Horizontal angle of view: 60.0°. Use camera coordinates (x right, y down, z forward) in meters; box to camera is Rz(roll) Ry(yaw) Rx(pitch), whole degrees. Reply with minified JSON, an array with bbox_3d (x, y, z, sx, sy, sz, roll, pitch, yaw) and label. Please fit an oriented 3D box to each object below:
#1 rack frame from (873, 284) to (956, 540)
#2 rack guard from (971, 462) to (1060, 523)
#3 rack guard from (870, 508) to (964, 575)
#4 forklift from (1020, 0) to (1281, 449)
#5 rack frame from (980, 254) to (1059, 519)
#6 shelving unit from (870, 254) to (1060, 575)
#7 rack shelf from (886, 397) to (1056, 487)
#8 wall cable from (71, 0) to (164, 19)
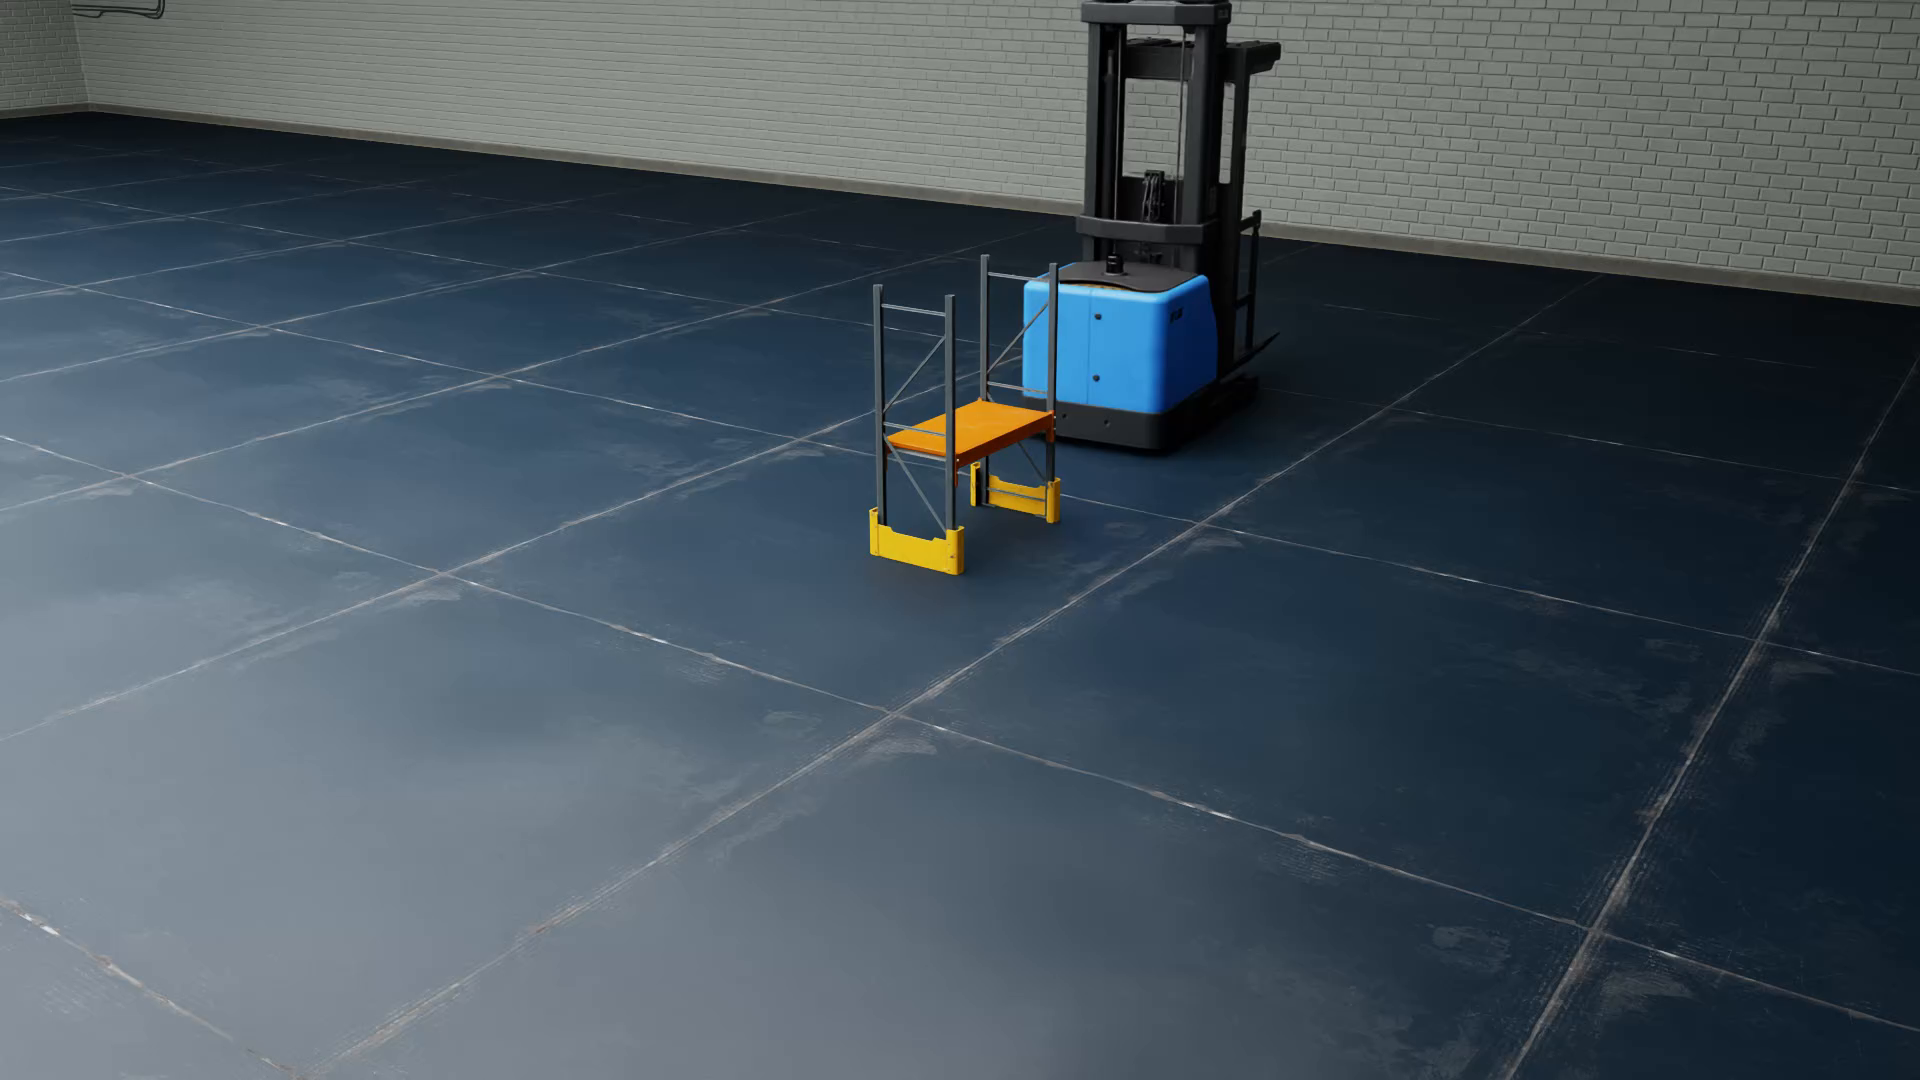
[{"bbox_3d":[-0.238,-0.582,8.814,0.500,1.500,0.032,13,24,32],"label":"rack frame"},{"bbox_3d":[0.323,-0.282,9.804,0.587,0.250,0.087,13,24,32],"label":"rack guard"},{"bbox_3d":[-0.237,0.004,9.031,0.587,0.250,0.087,13,24,32],"label":"rack guard"},{"bbox_3d":[1.545,-2.431,11.748,1.130,2.935,3.031,11,23,26],"label":"forklift"},{"bbox_3d":[0.334,-0.874,9.602,0.500,1.500,0.032,13,24,32],"label":"rack frame"},{"bbox_3d":[0.043,-0.725,9.201,0.587,1.500,1.083,13,24,32],"label":"shelving unit"},{"bbox_3d":[0.048,-0.559,9.270,0.538,0.185,1.000,13,24,32],"label":"rack shelf"},{"bbox_3d":[-15.077,-10.496,29.281,3.097,2.526,0.112,13,24,32],"label":"wall cable"}]
